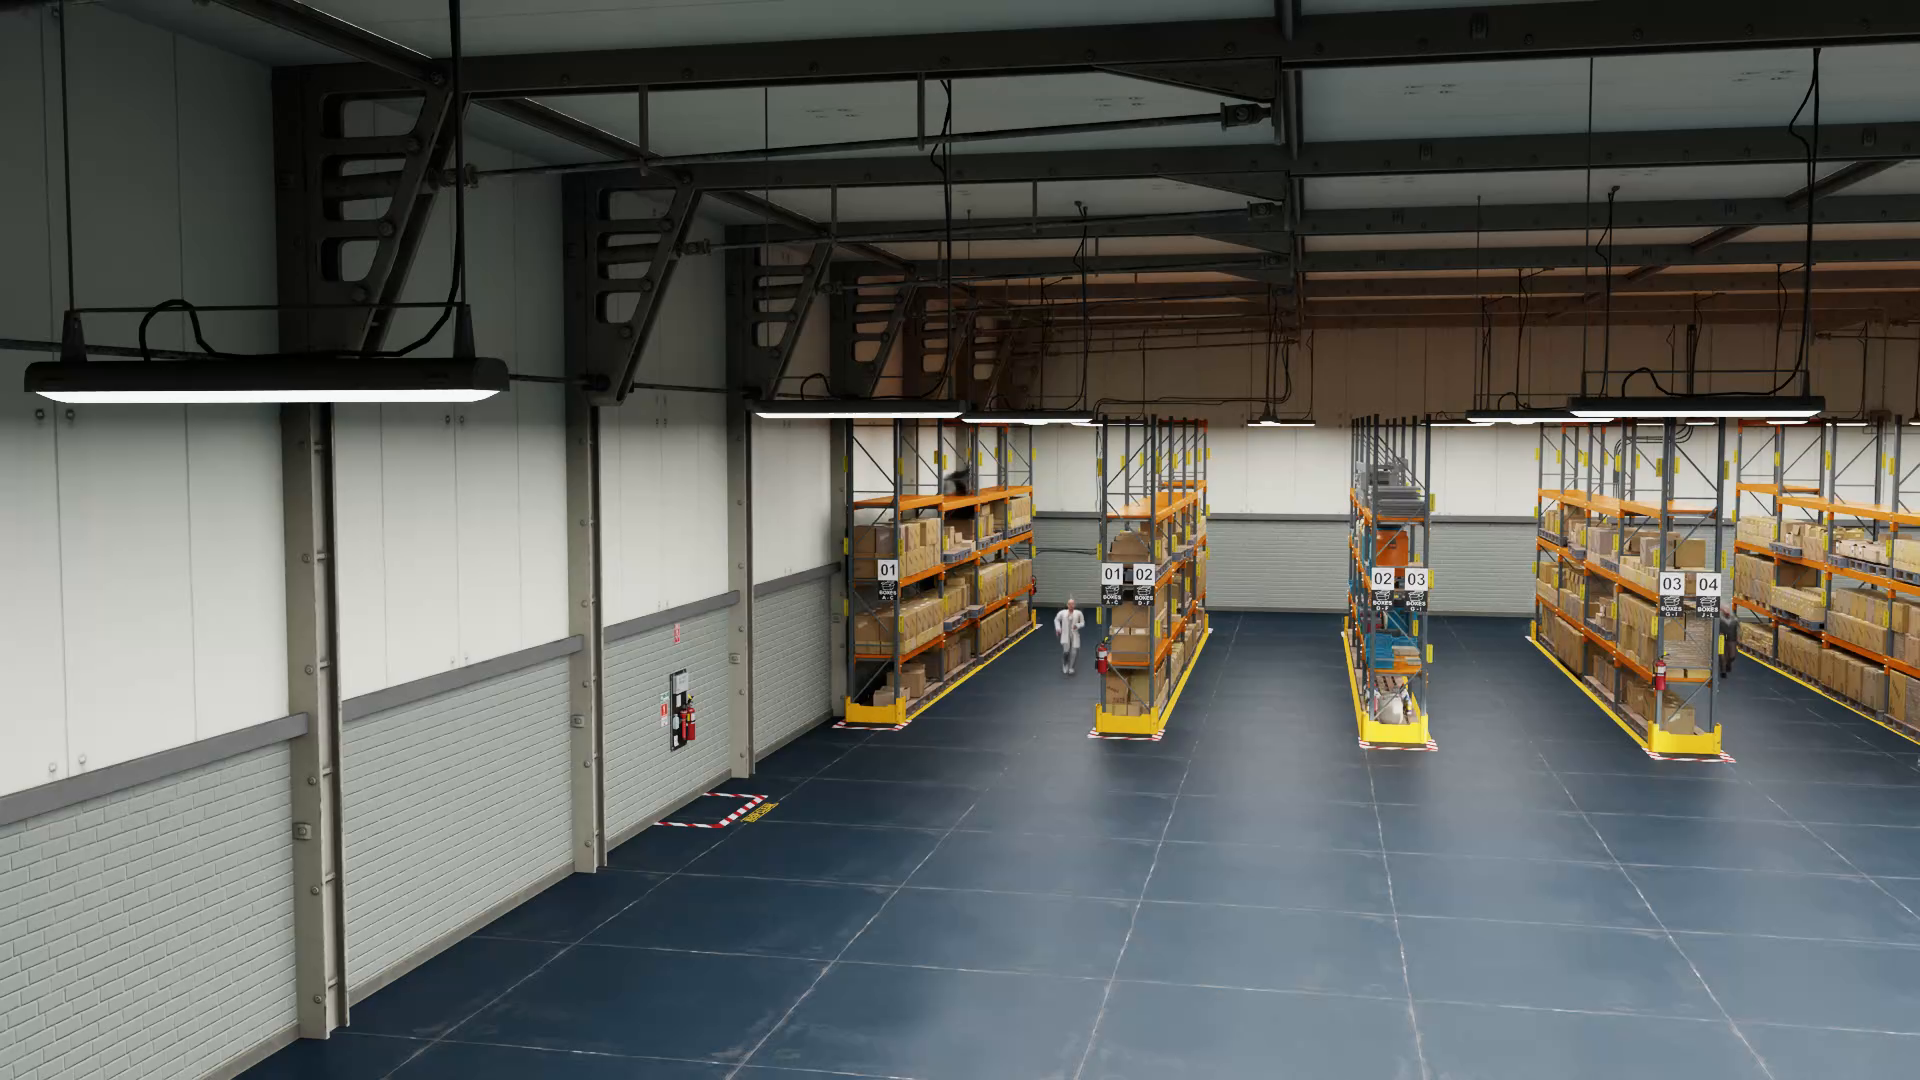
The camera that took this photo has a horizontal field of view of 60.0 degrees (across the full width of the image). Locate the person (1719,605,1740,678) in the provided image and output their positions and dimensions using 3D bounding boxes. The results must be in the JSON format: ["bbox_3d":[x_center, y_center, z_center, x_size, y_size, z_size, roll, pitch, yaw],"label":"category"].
[{"bbox_3d":[17.660,2.337,38.283,0.655,1.680,0.571,1,4,11],"label":"person"}]

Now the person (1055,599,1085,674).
[{"bbox_3d":[2.564,2.261,38.702,0.692,1.753,0.717,0,4,0],"label":"person"}]
